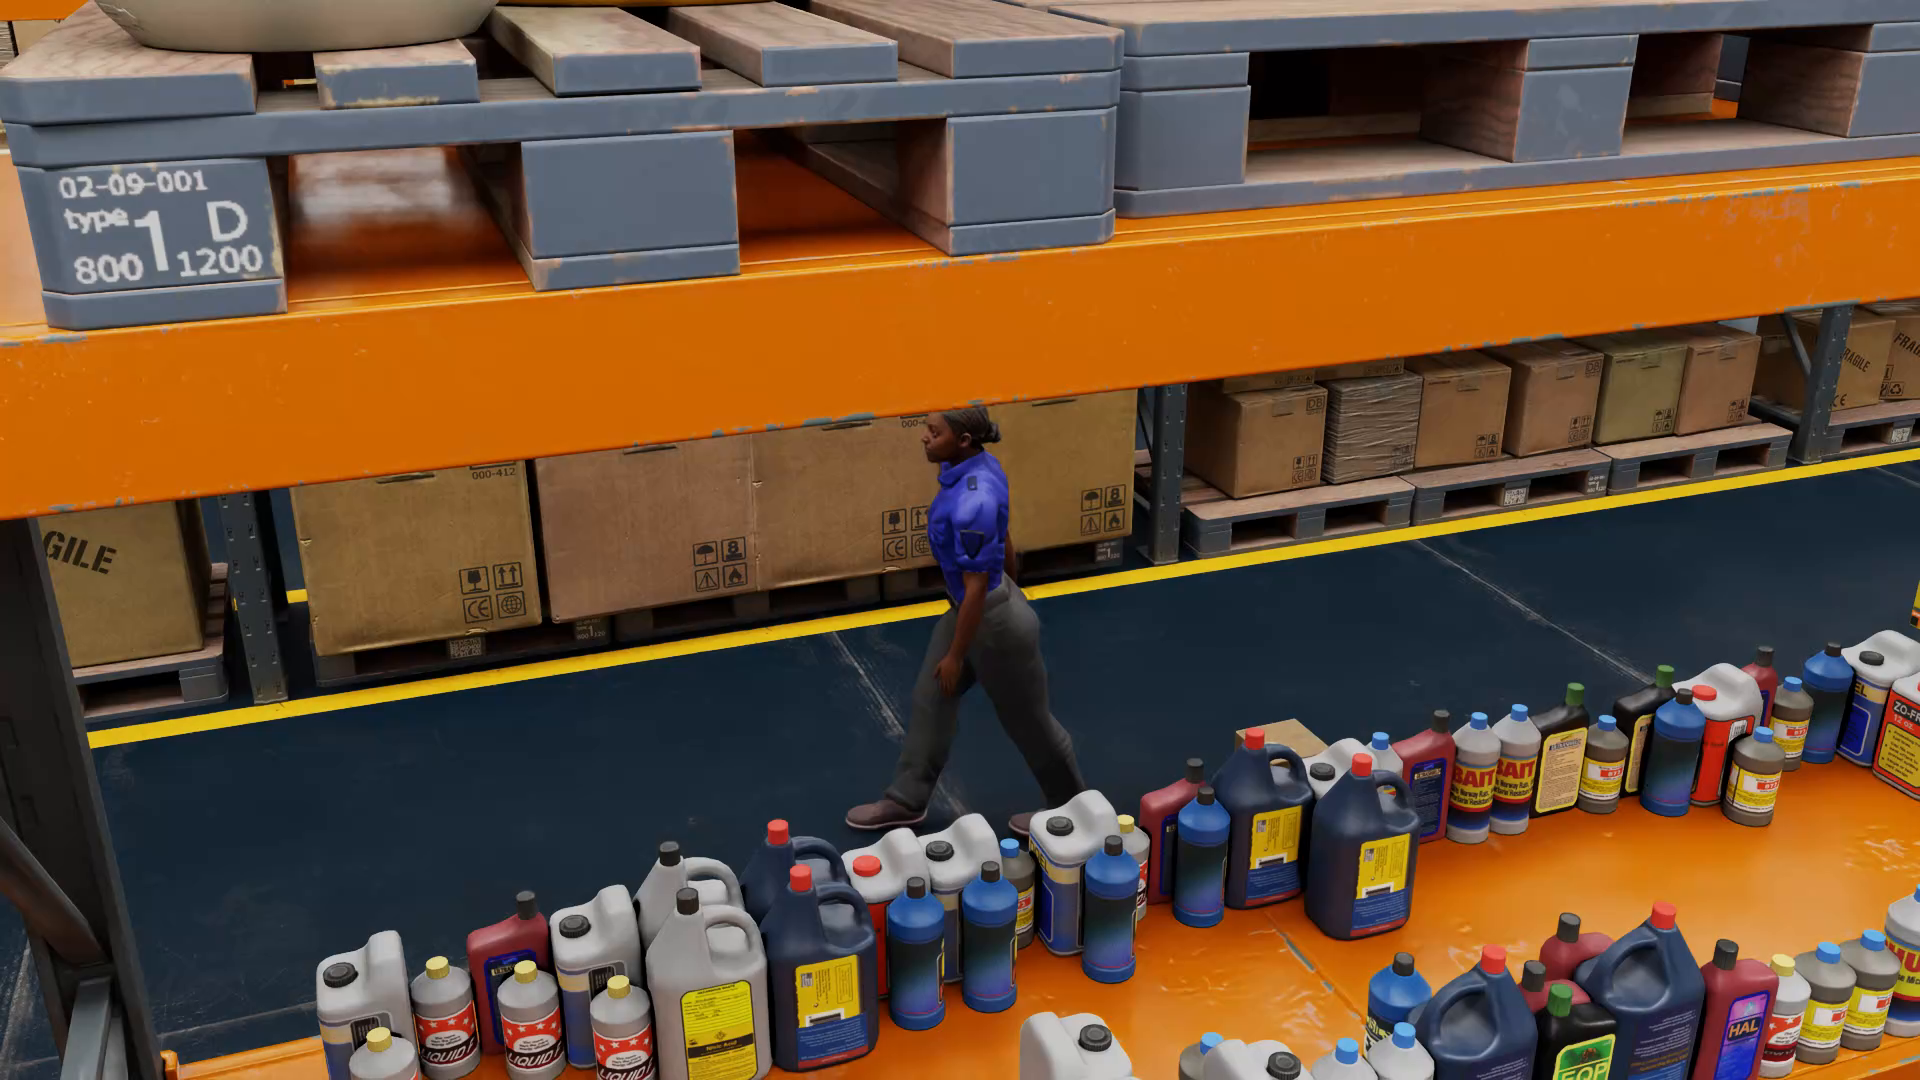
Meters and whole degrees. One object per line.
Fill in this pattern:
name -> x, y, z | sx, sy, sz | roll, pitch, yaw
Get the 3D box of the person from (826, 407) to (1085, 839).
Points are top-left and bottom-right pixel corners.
person -> 0.000, 0.279, 5.417 | 0.905, 1.605, 0.476 | -3, 23, -7
